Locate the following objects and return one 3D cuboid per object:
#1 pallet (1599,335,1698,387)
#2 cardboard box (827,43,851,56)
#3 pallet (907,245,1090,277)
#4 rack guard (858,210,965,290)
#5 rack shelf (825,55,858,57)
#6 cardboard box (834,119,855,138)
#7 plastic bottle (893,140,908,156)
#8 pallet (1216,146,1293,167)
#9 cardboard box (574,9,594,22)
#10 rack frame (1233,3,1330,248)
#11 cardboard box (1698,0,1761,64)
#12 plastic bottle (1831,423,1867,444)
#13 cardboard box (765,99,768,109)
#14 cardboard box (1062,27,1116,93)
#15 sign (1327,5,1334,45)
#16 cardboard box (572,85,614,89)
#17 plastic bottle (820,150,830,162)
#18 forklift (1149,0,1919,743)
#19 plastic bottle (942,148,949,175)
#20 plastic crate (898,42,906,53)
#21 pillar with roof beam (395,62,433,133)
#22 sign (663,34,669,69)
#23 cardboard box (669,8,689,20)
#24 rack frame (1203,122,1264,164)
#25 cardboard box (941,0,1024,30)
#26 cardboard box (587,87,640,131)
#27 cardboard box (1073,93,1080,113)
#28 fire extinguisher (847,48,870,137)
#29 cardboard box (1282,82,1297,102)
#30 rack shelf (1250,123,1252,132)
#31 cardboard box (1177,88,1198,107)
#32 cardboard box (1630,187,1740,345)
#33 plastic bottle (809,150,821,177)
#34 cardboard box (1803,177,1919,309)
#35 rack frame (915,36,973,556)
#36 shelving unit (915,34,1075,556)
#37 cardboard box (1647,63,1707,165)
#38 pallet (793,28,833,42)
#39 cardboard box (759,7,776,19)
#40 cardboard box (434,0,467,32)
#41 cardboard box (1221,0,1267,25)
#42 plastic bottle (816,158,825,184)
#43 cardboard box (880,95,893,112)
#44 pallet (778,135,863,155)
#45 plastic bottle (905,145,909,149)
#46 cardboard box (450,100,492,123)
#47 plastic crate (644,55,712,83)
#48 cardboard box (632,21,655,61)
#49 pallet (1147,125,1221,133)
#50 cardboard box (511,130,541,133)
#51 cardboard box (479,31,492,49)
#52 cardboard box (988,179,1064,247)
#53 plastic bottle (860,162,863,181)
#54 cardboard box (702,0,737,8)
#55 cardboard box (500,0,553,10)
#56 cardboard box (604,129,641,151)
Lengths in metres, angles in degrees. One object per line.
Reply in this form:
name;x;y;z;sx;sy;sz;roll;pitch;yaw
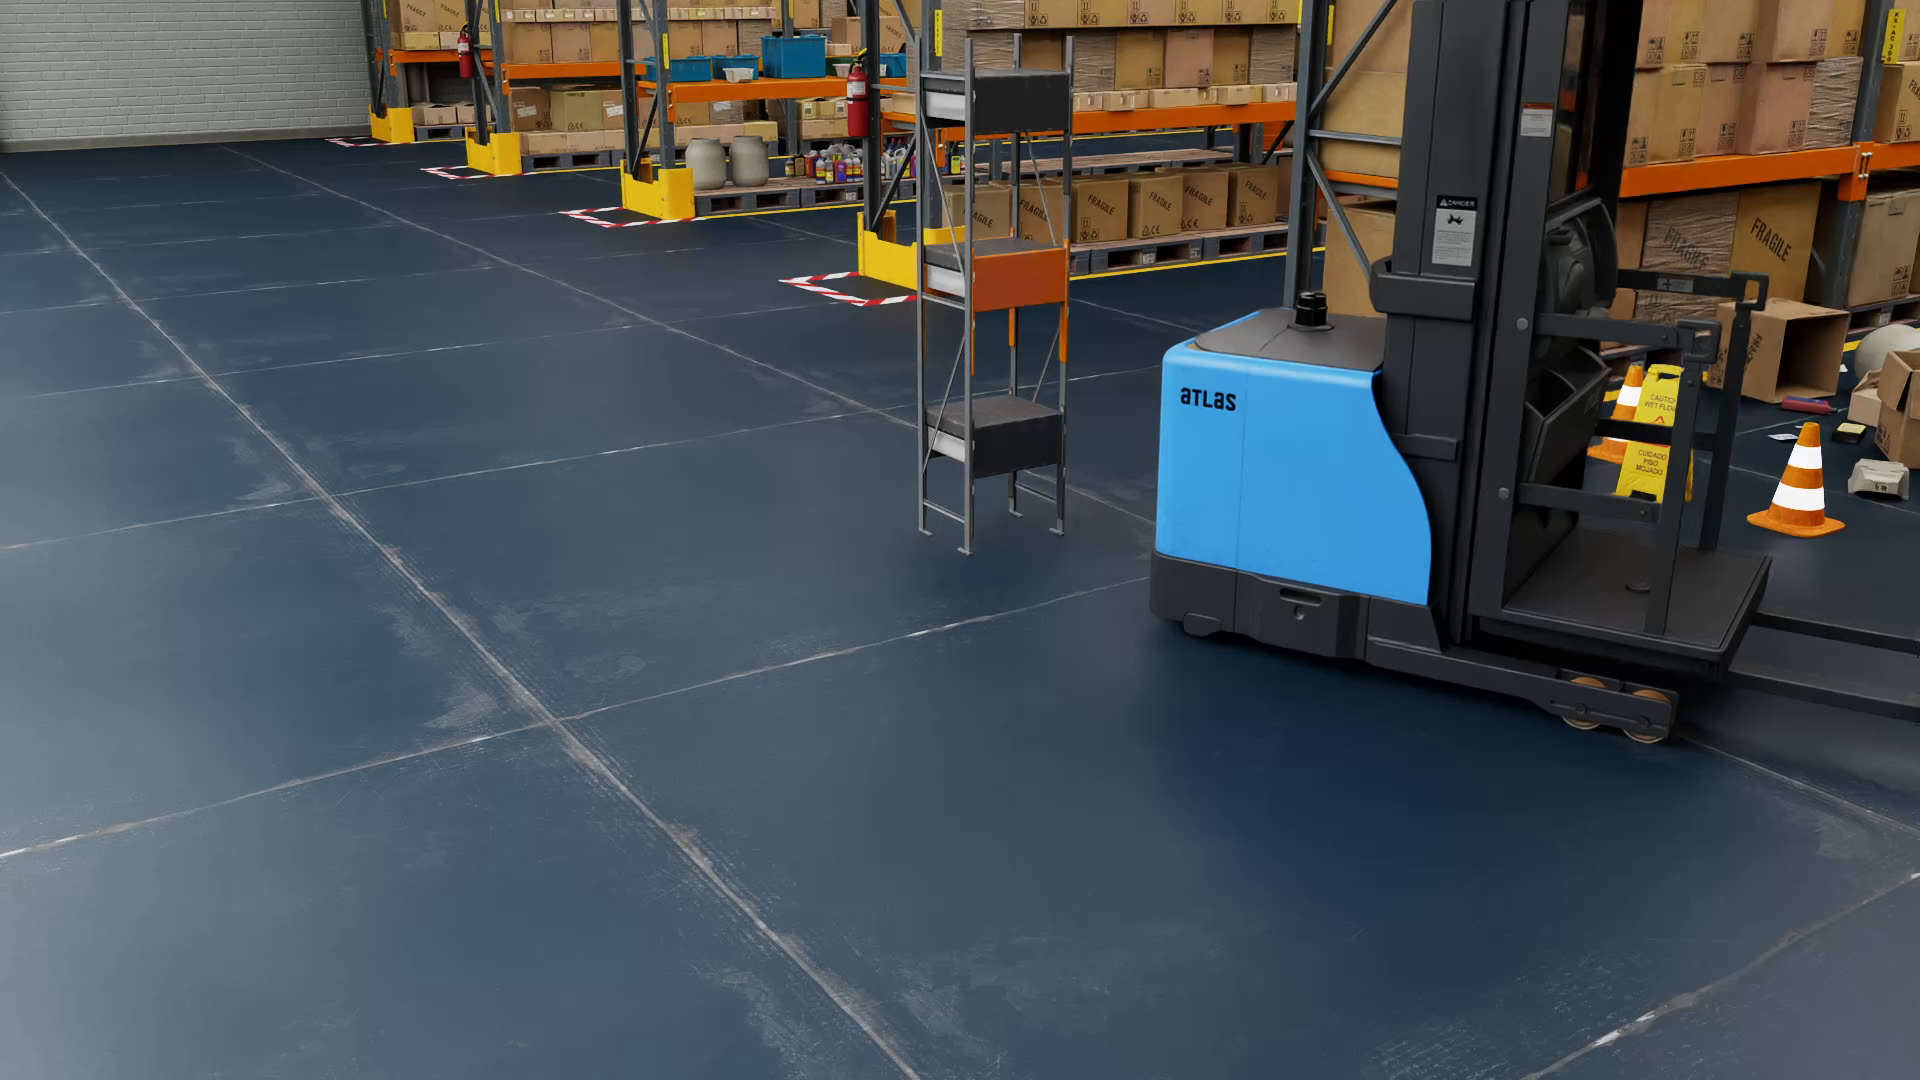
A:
pallet;3.826;-1.196;10.453;1.213;0.211;1.003;-12;22;-31
cardboard box;-1.712;-6.823;23.137;0.250;0.149;0.380;-12;22;-31
pallet;0.301;-2.312;13.754;1.213;0.211;1.003;-12;22;-31
rack guard;-0.397;-2.315;13.313;0.348;0.500;1.175;-12;22;-31
rack shelf;-0.894;-6.853;23.954;4.000;0.370;1.077;-12;22;-31
cardboard box;-1.664;-5.832;23.449;0.500;0.250;0.500;-11;22;-30
plastic bottle;-0.667;-4.399;19.023;0.185;0.351;0.144;-12;22;-31
pallet;4.133;-5.049;21.850;1.213;0.211;1.003;-12;22;-31
cardboard box;-4.819;-6.637;21.025;0.250;0.149;0.380;-12;22;-32
rack frame;2.880;-4.191;14.957;0.127;3.000;1.000;-12;22;-31
cardboard box;4.275;-3.187;10.067;0.550;0.550;0.875;-12;22;-31
plastic bottle;4.739;-0.575;8.849;0.133;0.061;0.283;13;23;34
cardboard box;-3.418;-7.599;28.254;0.500;0.500;0.700;-12;22;-32
cardboard box;0.807;-3.961;13.656;0.500;0.500;0.875;-12;22;-31
sign;3.185;-4.457;14.393;0.005;0.325;0.100;-12;22;-31
cardboard box;-4.794;-5.742;22.013;0.500;0.500;0.500;-12;22;-31
plastic bottle;-1.550;-4.231;18.643;0.135;0.276;0.152;-13;22;-33
forklift;2.231;-0.932;5.426;3.031;2.935;1.130;11;22;30
plastic bottle;-0.223;-4.278;18.666;0.185;0.351;0.144;-13;22;-33
plastic crate;-0.351;-5.428;18.713;0.504;0.338;0.767;-12;22;-31
pillar with roof beam;-6.156;-9.506;21.312;0.400;9.000;9.100;-12;22;-31
sign;-2.885;-4.794;16.310;0.005;0.325;0.100;-12;22;-31
cardboard box;-3.735;-6.867;21.705;0.250;0.149;0.380;-11;22;-30
rack frame;3.497;-6.220;20.960;0.127;3.000;1.000;-12;22;-31
cardboard box;0.149;-4.172;12.720;0.500;0.500;0.500;-12;22;-31
cardboard box;-4.508;-5.603;21.602;0.500;0.500;0.500;-12;22;-31
cardboard box;0.755;-3.524;13.378;0.250;0.149;0.380;-12;22;-31
fire extinguisher;-0.809;-3.553;13.190;0.183;0.674;0.296;-12;22;-31
cardboard box;2.863;-3.955;14.653;0.250;0.149;0.380;-12;22;-31
rack shelf;4.551;-4.202;16.114;4.000;0.370;1.077;-12;22;-31
cardboard box;1.791;-3.748;14.041;0.250;0.149;0.380;-12;22;-31
cardboard box;4.209;-1.787;10.508;0.875;0.875;0.875;-12;22;-31
plastic bottle;-1.607;-4.182;18.486;0.133;0.283;0.061;-12;22;-31
cardboard box;5.993;-2.113;11.668;0.750;0.750;1.050;-12;22;-32
rack frame;-0.066;-0.981;6.868;0.015;2.100;0.400;-12;22;-31
shelving unit;0.138;-1.024;6.995;0.503;2.100;0.431;-12;22;-31
cardboard box;3.872;-2.562;9.906;0.500;0.550;0.875;-12;22;-31
pallet;-2.488;-8.625;28.373;1.003;0.211;1.213;-12;22;-31
cardboard box;-2.674;-7.091;22.366;0.250;0.149;0.380;-12;22;-31
cardboard box;-7.651;-7.843;24.791;0.500;0.500;0.500;-12;22;-31
cardboard box;2.239;-4.611;14.019;0.500;0.500;0.500;-12;22;-31
plastic bottle;-1.499;-3.963;17.856;0.097;0.271;0.097;0;19;0
cardboard box;-1.230;-6.188;23.625;0.500;0.311;0.500;-13;22;-33
pallet;-1.971;-5.660;23.658;1.213;0.211;1.003;-12;22;-31
plastic bottle;-0.606;-4.430;19.232;0.135;0.276;0.152;-11;22;-29
cardboard box;-7.530;-6.594;25.576;0.500;0.311;0.500;-10;21;-27
plastic crate;-2.931;-4.909;17.313;0.616;0.251;0.499;-12;22;-31
cardboard box;-4.217;-6.536;21.738;0.500;0.500;0.700;-11;22;-30
pallet;3.458;-6.776;26.958;1.213;0.211;1.003;-12;22;-31
cardboard box;-5.620;-5.206;21.599;0.500;0.250;0.500;-12;22;-31
cardboard box;-7.196;-7.584;25.196;0.500;0.250;0.500;-12;22;-32
cardboard box;0.551;-2.721;13.857;0.500;0.500;0.500;-6;20;-17
plastic bottle;-1.046;-4.025;18.150;0.097;0.201;0.097;0;19;0
cardboard box;-3.353;-7.334;22.072;0.500;0.500;0.700;-12;22;-32
cardboard box;-5.464;-6.887;20.749;0.500;0.500;0.700;-12;22;-31
cardboard box;-4.502;-5.245;21.713;0.500;0.250;0.500;-12;22;-31
